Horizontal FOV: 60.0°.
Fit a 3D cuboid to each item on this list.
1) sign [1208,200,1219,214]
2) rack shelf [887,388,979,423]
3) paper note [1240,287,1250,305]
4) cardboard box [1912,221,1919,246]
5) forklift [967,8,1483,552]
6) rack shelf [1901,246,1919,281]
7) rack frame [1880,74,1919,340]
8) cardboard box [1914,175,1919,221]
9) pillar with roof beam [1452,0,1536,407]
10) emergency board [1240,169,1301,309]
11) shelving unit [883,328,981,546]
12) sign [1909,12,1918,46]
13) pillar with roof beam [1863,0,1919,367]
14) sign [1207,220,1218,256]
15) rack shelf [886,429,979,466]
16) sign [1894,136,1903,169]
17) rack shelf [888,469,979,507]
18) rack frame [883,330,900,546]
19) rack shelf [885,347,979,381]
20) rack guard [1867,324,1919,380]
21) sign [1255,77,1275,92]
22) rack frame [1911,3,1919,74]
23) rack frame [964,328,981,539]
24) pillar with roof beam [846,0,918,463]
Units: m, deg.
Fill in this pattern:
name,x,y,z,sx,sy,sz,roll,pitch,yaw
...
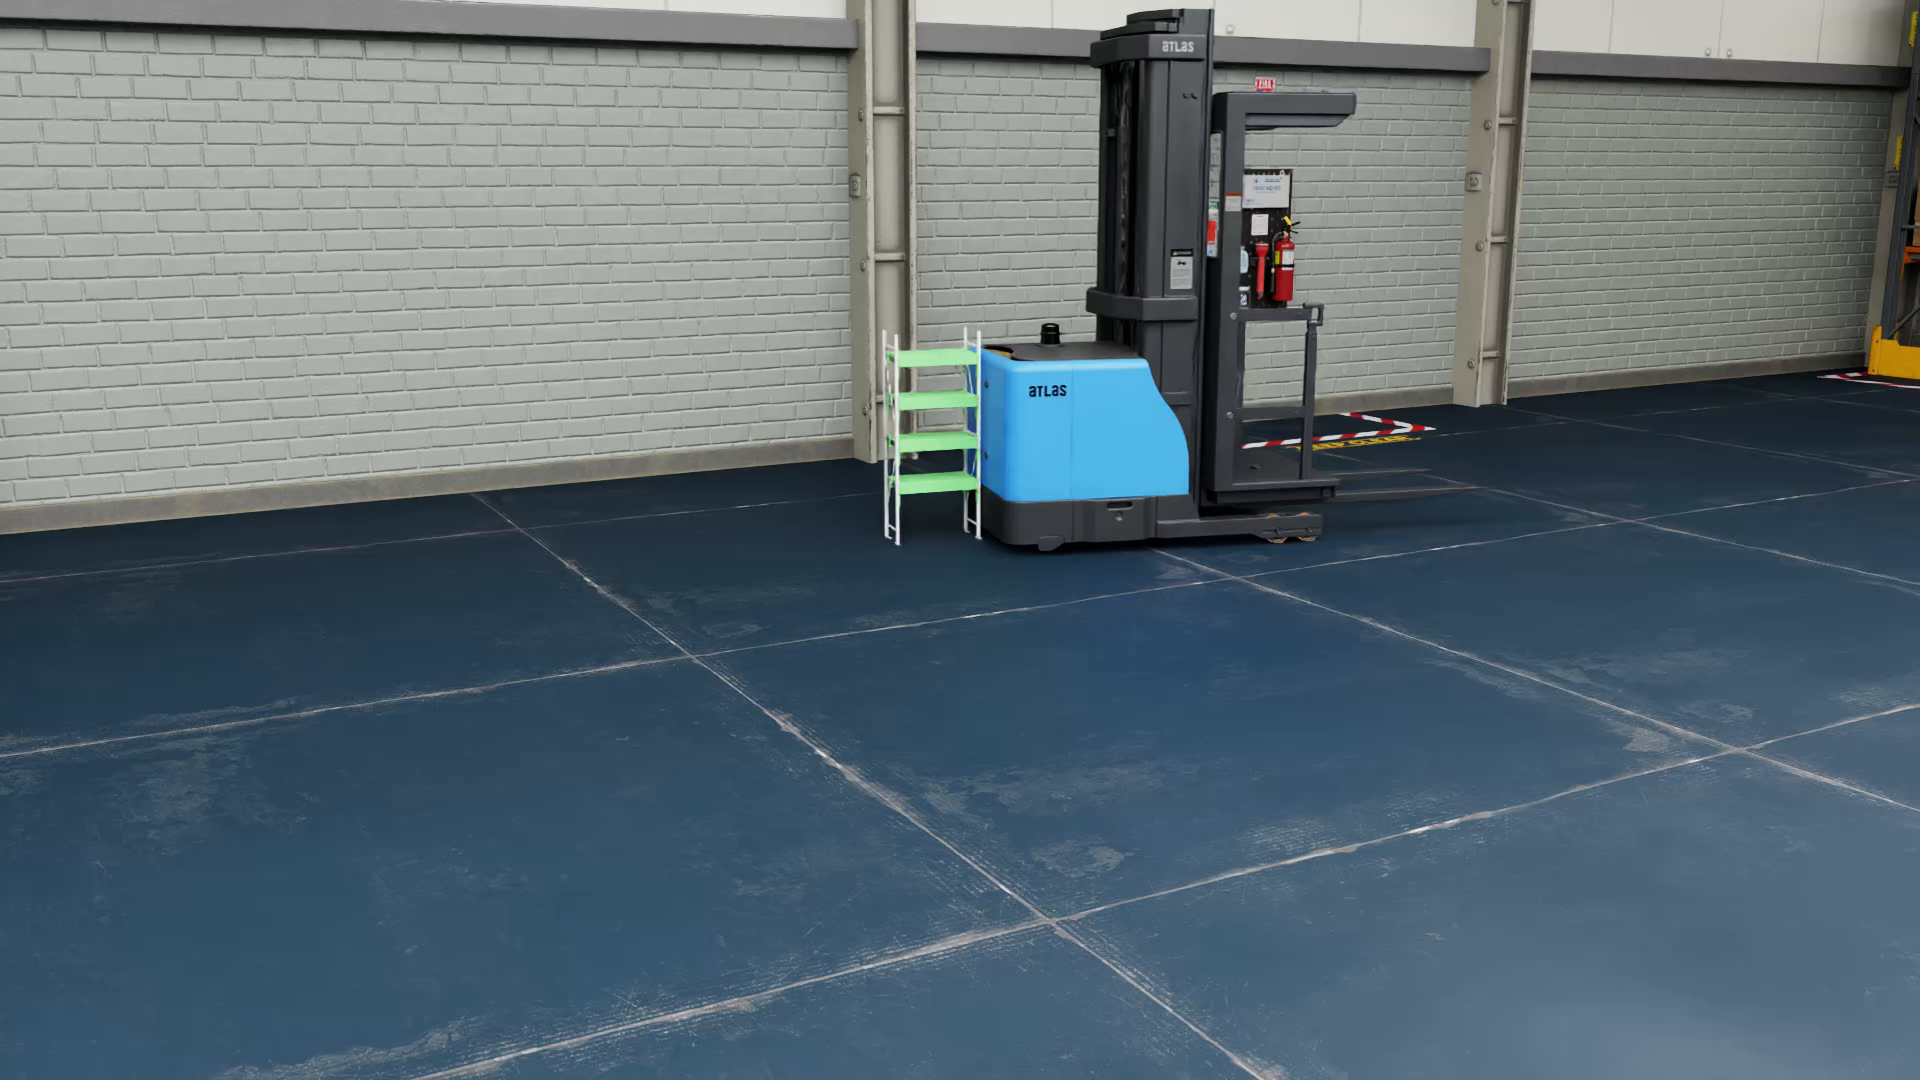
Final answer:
name,x,y,z,sx,sy,sz,roll,pitch,yaw
sign,2.000,-2.687,13.428,0.331,0.109,0.001,-7,14,-28
rack shelf,-0.161,-0.768,9.486,0.480,0.148,0.258,-4,13,-19
paper note,2.338,-2.015,13.738,0.142,0.148,0.016,-7,14,-28
cardboard box,10.098,-3.117,16.923,0.500,0.250,0.500,-7,14,-27
forklift,1.598,-1.518,9.678,3.031,2.935,1.130,-3,13,-14
rack shelf,11.536,-2.953,17.538,4.000,0.370,1.077,-7,14,-28
rack frame,9.780,-3.094,16.525,0.127,3.000,1.000,-7,14,-28
cardboard box,10.092,-3.487,16.859,0.500,0.500,0.500,-7,14,-28
pillar with roof beam,6.777,-4.800,10.443,0.400,9.000,9.100,-7,14,-28
emergency board,2.527,-2.450,13.665,0.643,1.169,0.194,-7,14,-28
shelving unit,-0.161,-0.596,9.525,0.503,1.200,0.258,-4,13,-19
sign,9.532,-5.098,16.583,0.005,0.325,0.100,-7,14,-28
pillar with roof beam,12.043,-5.431,13.247,0.400,9.000,9.100,-7,14,-28
sign,1.992,-2.429,13.491,0.234,0.329,0.001,-7,14,-28
rack shelf,-0.161,-0.534,9.539,0.480,0.148,0.258,-4,13,-19
sign,9.532,-3.922,16.847,0.005,0.325,0.100,-7,14,-28
rack shelf,-0.161,-0.300,9.592,0.480,0.148,0.258,-4,13,-19
rack frame,-0.391,-0.578,9.446,0.015,1.200,0.240,-4,13,-19
rack shelf,-0.161,-1.002,9.434,0.480,0.148,0.258,-4,13,-19
rack guard,9.847,-1.882,16.835,0.348,0.500,1.175,-7,14,-28
sign,2.472,-3.600,13.492,0.199,0.298,0.001,-7,14,-28
rack frame,9.780,-6.021,15.866,0.127,3.000,1.000,-7,14,-28
rack frame,0.069,-0.614,9.604,0.015,1.200,0.240,-4,13,-19
pillar with roof beam,1.510,-4.169,7.638,0.400,9.000,9.100,-7,14,-28
